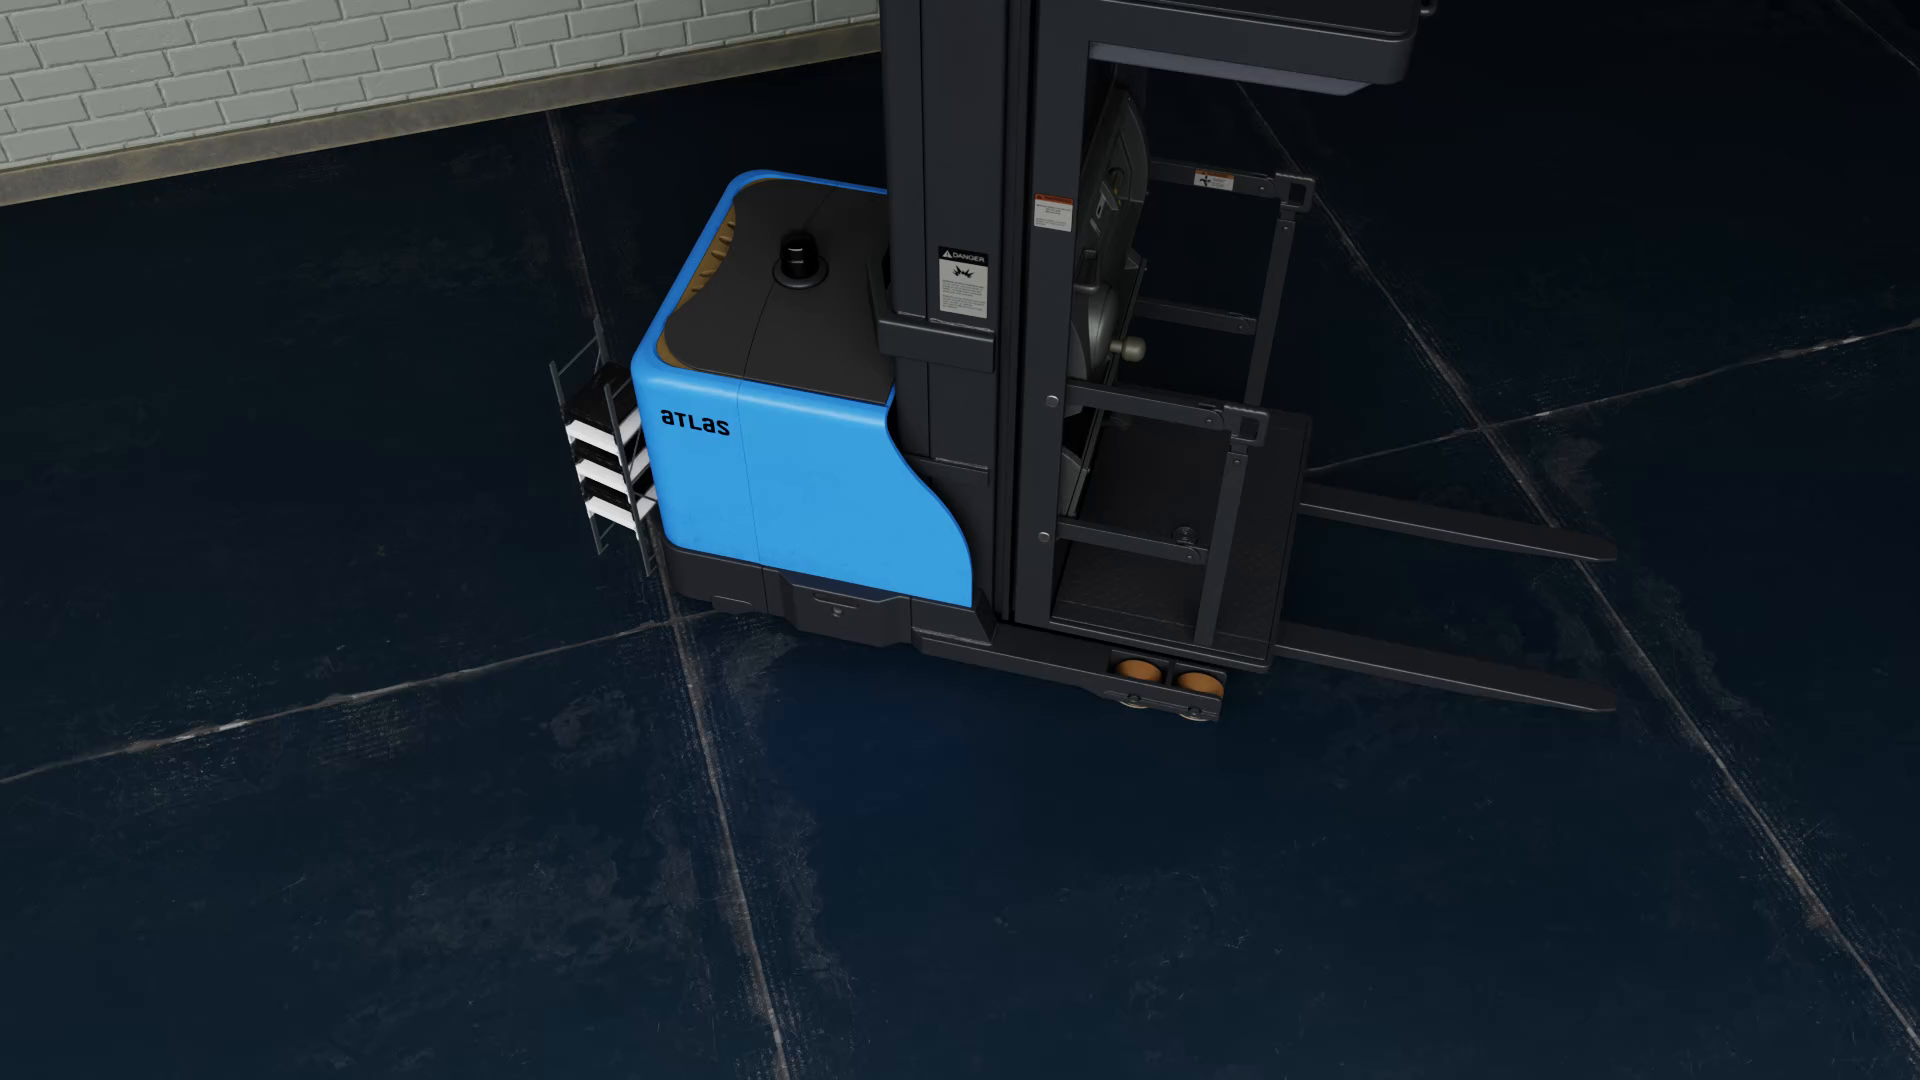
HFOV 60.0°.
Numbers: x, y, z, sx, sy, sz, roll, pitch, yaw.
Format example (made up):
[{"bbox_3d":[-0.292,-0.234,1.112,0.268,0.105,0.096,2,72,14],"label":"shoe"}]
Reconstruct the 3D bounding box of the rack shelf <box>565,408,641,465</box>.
[{"bbox_3d":[-1.092,-0.377,5.288,0.200,0.077,0.258,23,54,18],"label":"rack shelf"}]

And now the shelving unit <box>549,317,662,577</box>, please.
[{"bbox_3d":[-1.092,-0.283,5.400,0.210,0.900,0.258,23,54,18],"label":"shelving unit"}]

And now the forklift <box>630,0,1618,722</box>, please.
[{"bbox_3d":[0.602,-0.825,4.528,3.031,2.935,1.130,11,51,9],"label":"forklift"}]

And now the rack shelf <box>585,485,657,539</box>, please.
[{"bbox_3d":[-1.092,-0.145,5.563,0.200,0.077,0.258,23,54,18],"label":"rack shelf"}]

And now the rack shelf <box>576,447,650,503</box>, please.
[{"bbox_3d":[-1.092,-0.261,5.425,0.200,0.077,0.258,23,54,18],"label":"rack shelf"}]

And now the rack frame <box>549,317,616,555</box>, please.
[{"bbox_3d":[-1.181,-0.320,5.431,0.006,0.900,0.240,23,54,18],"label":"rack frame"}]

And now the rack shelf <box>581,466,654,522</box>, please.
[{"bbox_3d":[-1.092,-0.203,5.494,0.200,0.077,0.258,23,54,18],"label":"rack shelf"}]

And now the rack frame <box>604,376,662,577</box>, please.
[{"bbox_3d":[-1.002,-0.245,5.368,0.006,0.900,0.240,23,54,18],"label":"rack frame"}]

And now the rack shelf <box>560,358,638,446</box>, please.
[{"bbox_3d":[-1.092,-0.435,5.219,0.200,0.077,0.258,23,54,18],"label":"rack shelf"}]

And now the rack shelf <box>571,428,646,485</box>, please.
[{"bbox_3d":[-1.092,-0.319,5.356,0.200,0.077,0.258,23,54,18],"label":"rack shelf"}]
